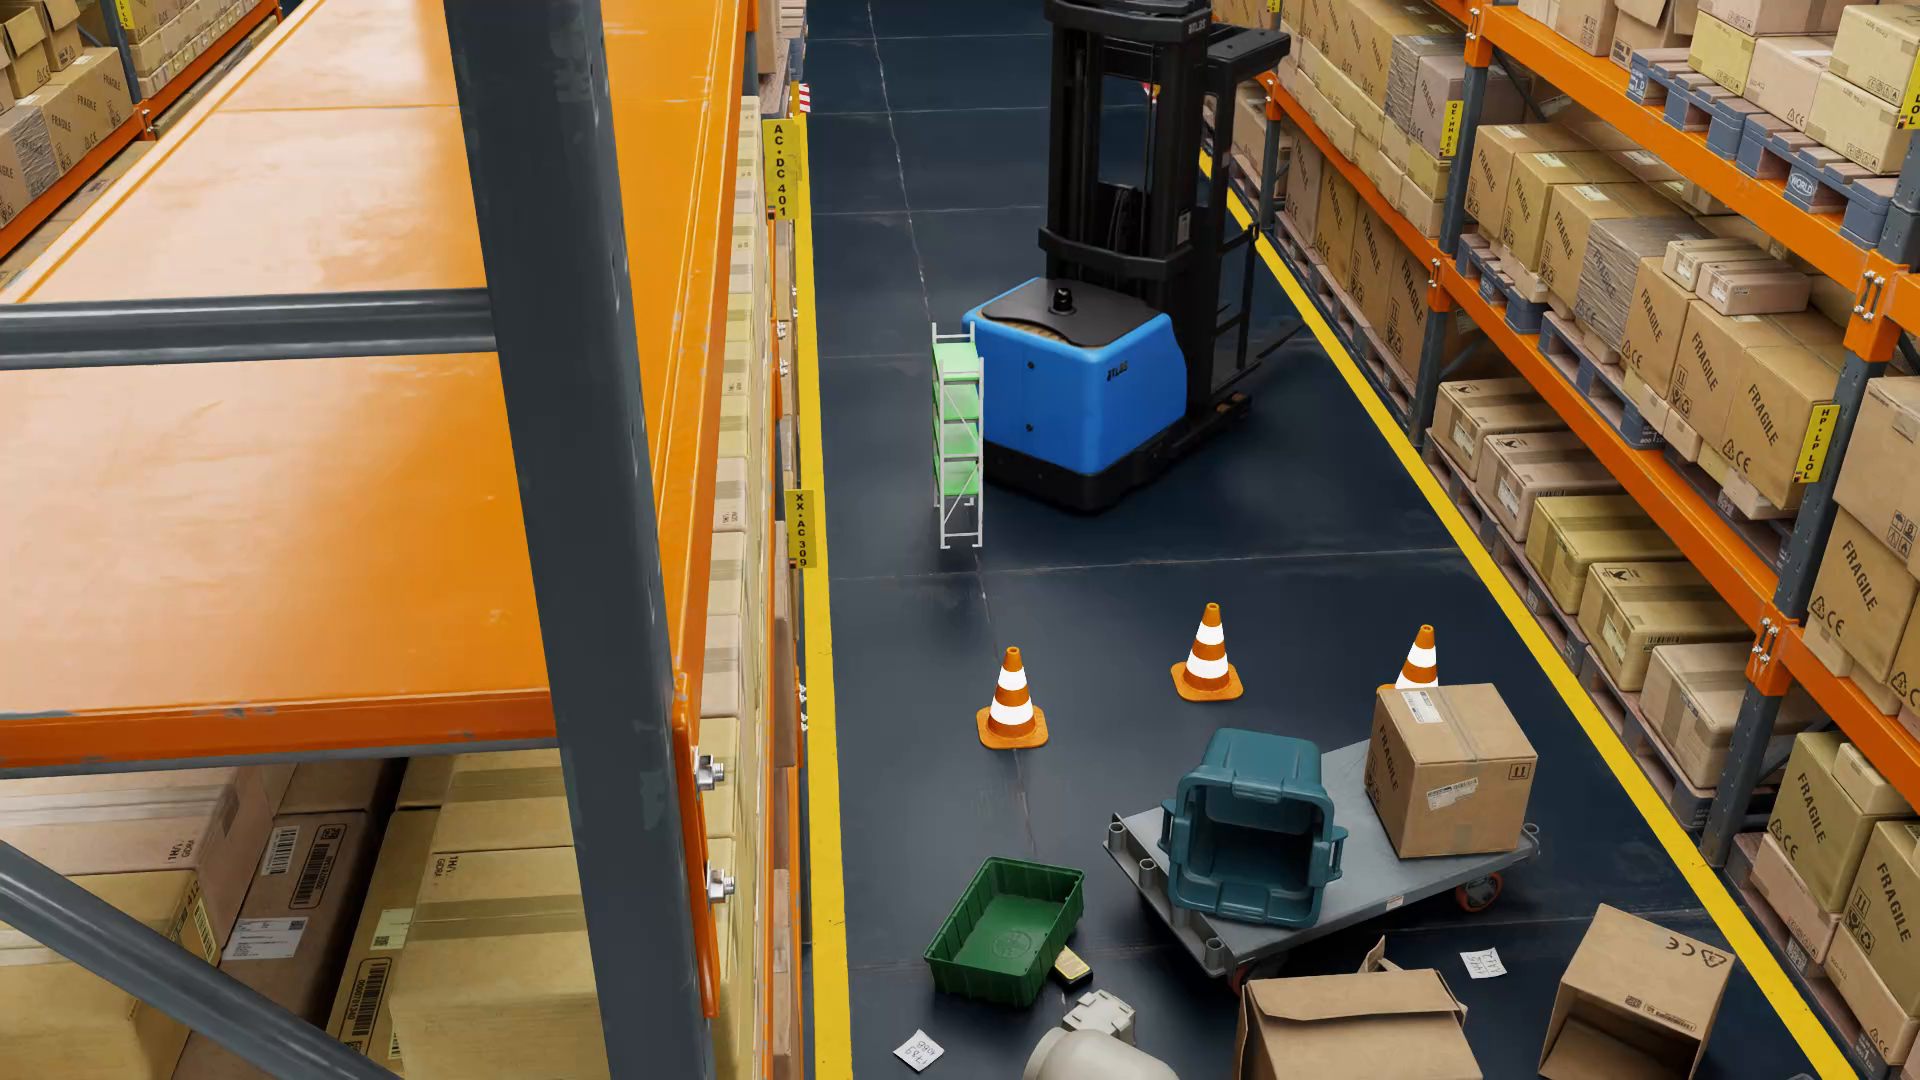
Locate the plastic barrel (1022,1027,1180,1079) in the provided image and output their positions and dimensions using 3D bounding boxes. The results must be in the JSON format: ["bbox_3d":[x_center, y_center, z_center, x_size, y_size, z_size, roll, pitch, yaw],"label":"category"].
[{"bbox_3d":[0.512,2.007,5.978,0.512,0.421,0.421,20,36,29],"label":"plastic barrel"}]

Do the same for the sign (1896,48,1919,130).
[{"bbox_3d":[3.245,-1.544,5.597,0.100,0.325,0.005,-3,31,-5],"label":"sign"}]

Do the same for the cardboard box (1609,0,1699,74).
[{"bbox_3d":[3.595,-2.490,7.969,0.797,0.503,0.637,-3,31,-5],"label":"cardboard box"}]

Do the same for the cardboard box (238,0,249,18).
[{"bbox_3d":[-6.758,-4.883,15.245,0.380,0.149,0.250,-2,31,-4],"label":"cardboard box"}]

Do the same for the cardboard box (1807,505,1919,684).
[{"bbox_3d":[3.561,0.174,6.147,0.500,0.500,0.500,-3,31,-5],"label":"cardboard box"}]

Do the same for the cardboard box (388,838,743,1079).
[{"bbox_3d":[-0.462,0.506,2.013,0.380,0.149,0.250,-2,31,-4],"label":"cardboard box"}]

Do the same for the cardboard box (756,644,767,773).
[{"bbox_3d":[-0.555,0.328,3.088,0.380,0.149,0.250,-3,31,-4],"label":"cardboard box"}]

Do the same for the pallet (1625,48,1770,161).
[{"bbox_3d":[3.746,-1.950,7.349,1.213,0.211,1.003,-3,31,-5],"label":"pallet"}]

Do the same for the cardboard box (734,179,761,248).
[{"bbox_3d":[-0.701,-0.794,4.190,0.380,0.149,0.250,-2,31,-4],"label":"cardboard box"}]

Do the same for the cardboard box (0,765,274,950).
[{"bbox_3d":[-1.139,0.409,2.176,0.380,0.149,0.250,-3,31,-4],"label":"cardboard box"}]

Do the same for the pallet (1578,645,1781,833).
[{"bbox_3d":[3.723,0.906,8.028,1.003,0.211,1.213,-3,31,-5],"label":"pallet"}]

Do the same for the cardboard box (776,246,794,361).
[{"bbox_3d":[-1.141,-1.218,8.767,0.500,0.500,0.500,-3,31,-5],"label":"cardboard box"}]

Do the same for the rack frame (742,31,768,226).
[{"bbox_3d":[-1.121,-2.180,4.625,1.000,3.000,0.127,-3,31,-5],"label":"rack frame"}]

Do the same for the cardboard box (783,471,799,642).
[{"bbox_3d":[-0.903,0.071,6.609,0.500,0.500,0.500,-2,31,-4],"label":"cardboard box"}]

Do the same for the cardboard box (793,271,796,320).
[{"bbox_3d":[-1.458,-1.907,12.045,0.500,0.500,0.500,-3,31,-6],"label":"cardboard box"}]

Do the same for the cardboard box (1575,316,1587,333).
[{"bbox_3d":[3.412,-1.142,8.573,0.380,0.149,0.250,-2,31,-3],"label":"cardboard box"}]

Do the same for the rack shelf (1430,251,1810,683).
[{"bbox_3d":[3.611,-0.606,8.541,1.077,0.370,4.000,-3,31,-5],"label":"rack shelf"}]

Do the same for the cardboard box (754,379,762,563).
[{"bbox_3d":[-0.680,-0.168,3.531,0.500,0.250,0.500,-3,31,-5],"label":"cardboard box"}]

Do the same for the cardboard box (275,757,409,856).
[{"bbox_3d":[-1.118,0.371,2.628,0.500,0.250,0.500,-3,31,-4],"label":"cardboard box"}]

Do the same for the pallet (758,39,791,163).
[{"bbox_3d":[-1.275,-1.957,7.360,1.003,0.211,1.213,-1,31,-2],"label":"pallet"}]

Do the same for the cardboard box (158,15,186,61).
[{"bbox_3d":[-6.641,-4.073,13.501,0.500,0.250,0.500,-3,31,-5],"label":"cardboard box"}]

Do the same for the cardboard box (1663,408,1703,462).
[{"bbox_3d":[3.408,-0.481,7.466,0.380,0.149,0.250,-3,31,-5],"label":"cardboard box"}]

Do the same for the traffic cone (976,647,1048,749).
[{"bbox_3d":[0.257,0.727,8.082,0.336,0.463,0.334,-3,31,-5],"label":"traffic cone"}]

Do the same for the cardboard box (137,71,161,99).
[{"bbox_3d":[-6.513,-3.562,13.034,0.380,0.149,0.250,-3,31,-4],"label":"cardboard box"}]

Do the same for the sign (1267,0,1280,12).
[{"bbox_3d":[2.498,-4.356,13.197,0.100,0.325,0.005,-3,31,-5],"label":"sign"}]

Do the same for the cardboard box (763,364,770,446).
[{"bbox_3d":[-0.674,-0.319,4.172,0.380,0.149,0.250,-2,31,-4],"label":"cardboard box"}]

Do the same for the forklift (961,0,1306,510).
[{"bbox_3d":[1.293,-2.128,10.455,1.130,2.935,3.031,22,37,32],"label":"forklift"}]

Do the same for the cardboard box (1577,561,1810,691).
[{"bbox_3d":[3.675,0.420,8.276,0.950,0.372,0.625,-1,31,-1],"label":"cardboard box"}]

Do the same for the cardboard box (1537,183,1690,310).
[{"bbox_3d":[3.347,-1.509,8.555,0.500,0.500,0.500,-2,31,-4],"label":"cardboard box"}]

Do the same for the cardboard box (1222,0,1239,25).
[{"bbox_3d":[2.637,-4.764,14.703,0.500,0.500,0.500,-3,31,-5],"label":"cardboard box"}]

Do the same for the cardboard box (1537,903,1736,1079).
[{"bbox_3d":[2.543,1.791,6.262,0.500,0.500,0.500,20,36,29],"label":"cardboard box"}]

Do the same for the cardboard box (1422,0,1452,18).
[{"bbox_3d":[3.488,-3.447,11.524,0.500,0.500,0.500,-2,31,-4],"label":"cardboard box"}]

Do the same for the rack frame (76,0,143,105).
[{"bbox_3d":[-6.817,-3.503,12.690,1.000,3.000,0.127,-3,31,-5],"label":"rack frame"}]

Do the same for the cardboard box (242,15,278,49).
[{"bbox_3d":[-7.051,-4.491,16.006,0.875,0.875,0.875,-3,31,-5],"label":"cardboard box"}]

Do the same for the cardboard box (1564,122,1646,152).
[{"bbox_3d":[3.743,-2.068,9.490,0.500,0.500,0.500,-4,31,-6],"label":"cardboard box"}]

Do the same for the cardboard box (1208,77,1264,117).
[{"bbox_3d":[2.931,-4.301,16.116,0.875,0.438,0.875,-2,31,-3],"label":"cardboard box"}]

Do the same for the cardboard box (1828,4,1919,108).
[{"bbox_3d":[3.616,-1.802,6.166,0.500,0.250,0.500,-2,31,-3],"label":"cardboard box"}]

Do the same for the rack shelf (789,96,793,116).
[{"bbox_3d":[-2.056,-4.401,14.896,1.077,0.370,4.000,-3,31,-5],"label":"rack shelf"}]

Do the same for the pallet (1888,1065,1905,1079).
[{"bbox_3d":[4.013,2.269,5.746,1.003,0.211,1.213,-3,31,-5],"label":"pallet"}]

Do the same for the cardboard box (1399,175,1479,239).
[{"bbox_3d":[3.118,-2.117,10.516,0.500,0.250,0.500,-4,31,-6],"label":"cardboard box"}]

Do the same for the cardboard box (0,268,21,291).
[{"bbox_3d":[-6.487,-1.082,10.300,1.225,0.875,0.875,-4,31,-7],"label":"cardboard box"}]

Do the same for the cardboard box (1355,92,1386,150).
[{"bbox_3d":[3.006,-2.843,11.244,0.500,0.250,0.500,-4,31,-6],"label":"cardboard box"}]

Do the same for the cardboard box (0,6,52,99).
[{"bbox_3d":[-6.696,-3.300,11.275,0.797,0.503,0.637,-2,31,-4],"label":"cardboard box"}]

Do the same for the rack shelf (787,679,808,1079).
[{"bbox_3d":[-0.935,1.725,4.639,1.077,0.370,4.000,-3,31,-5],"label":"rack shelf"}]

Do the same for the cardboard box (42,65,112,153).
[{"bbox_3d":[-6.462,-3.067,11.863,0.500,0.500,0.500,-2,31,-3],"label":"cardboard box"}]

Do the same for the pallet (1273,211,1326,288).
[{"bbox_3d":[3.197,-2.391,13.547,1.003,0.211,1.213,-3,31,-5],"label":"pallet"}]

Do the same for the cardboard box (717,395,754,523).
[{"bbox_3d":[-0.580,-0.143,3.100,0.380,0.149,0.250,-3,31,-5],"label":"cardboard box"}]

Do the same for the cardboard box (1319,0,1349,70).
[{"bbox_3d":[2.924,-3.697,11.942,0.500,0.500,0.500,-3,31,-6],"label":"cardboard box"}]

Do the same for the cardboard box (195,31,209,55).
[{"bbox_3d":[-6.635,-4.224,14.142,0.380,0.149,0.250,-2,31,-4],"label":"cardboard box"}]

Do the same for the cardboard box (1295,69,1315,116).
[{"bbox_3d":[2.878,-3.412,12.684,0.500,0.250,0.500,-3,31,-6],"label":"cardboard box"}]

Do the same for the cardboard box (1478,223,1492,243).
[{"bbox_3d":[3.269,-1.833,9.730,0.380,0.149,0.250,-4,31,-7],"label":"cardboard box"}]

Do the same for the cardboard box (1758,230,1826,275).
[{"bbox_3d":[3.902,-1.330,7.622,0.380,0.149,0.250,-1,31,-2],"label":"cardboard box"}]

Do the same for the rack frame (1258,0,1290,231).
[{"bbox_3d":[3.050,-3.978,13.485,1.000,3.000,0.127,-3,31,-5],"label":"rack frame"}]

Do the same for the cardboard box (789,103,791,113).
[{"bbox_3d":[-1.861,-4.303,16.399,0.380,0.149,0.250,-2,31,-3],"label":"cardboard box"}]

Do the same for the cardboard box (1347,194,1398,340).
[{"bbox_3d":[3.363,-2.016,11.863,0.875,0.875,0.875,-2,31,-4],"label":"cardboard box"}]

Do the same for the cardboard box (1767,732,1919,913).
[{"bbox_3d":[3.584,1.099,6.526,0.500,0.500,0.500,-1,31,-2],"label":"cardboard box"}]

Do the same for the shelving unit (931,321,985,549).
[{"bbox_3d":[-0.015,-0.600,9.584,0.258,1.200,0.503,-3,31,-5],"label":"shelving unit"}]

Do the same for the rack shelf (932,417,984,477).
[{"bbox_3d":[-0.015,-0.545,9.617,0.258,0.148,0.480,-3,31,-5],"label":"rack shelf"}]

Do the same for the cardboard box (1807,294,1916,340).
[{"bbox_3d":[3.992,-0.753,7.289,0.500,0.500,0.500,-3,31,-4],"label":"cardboard box"}]
